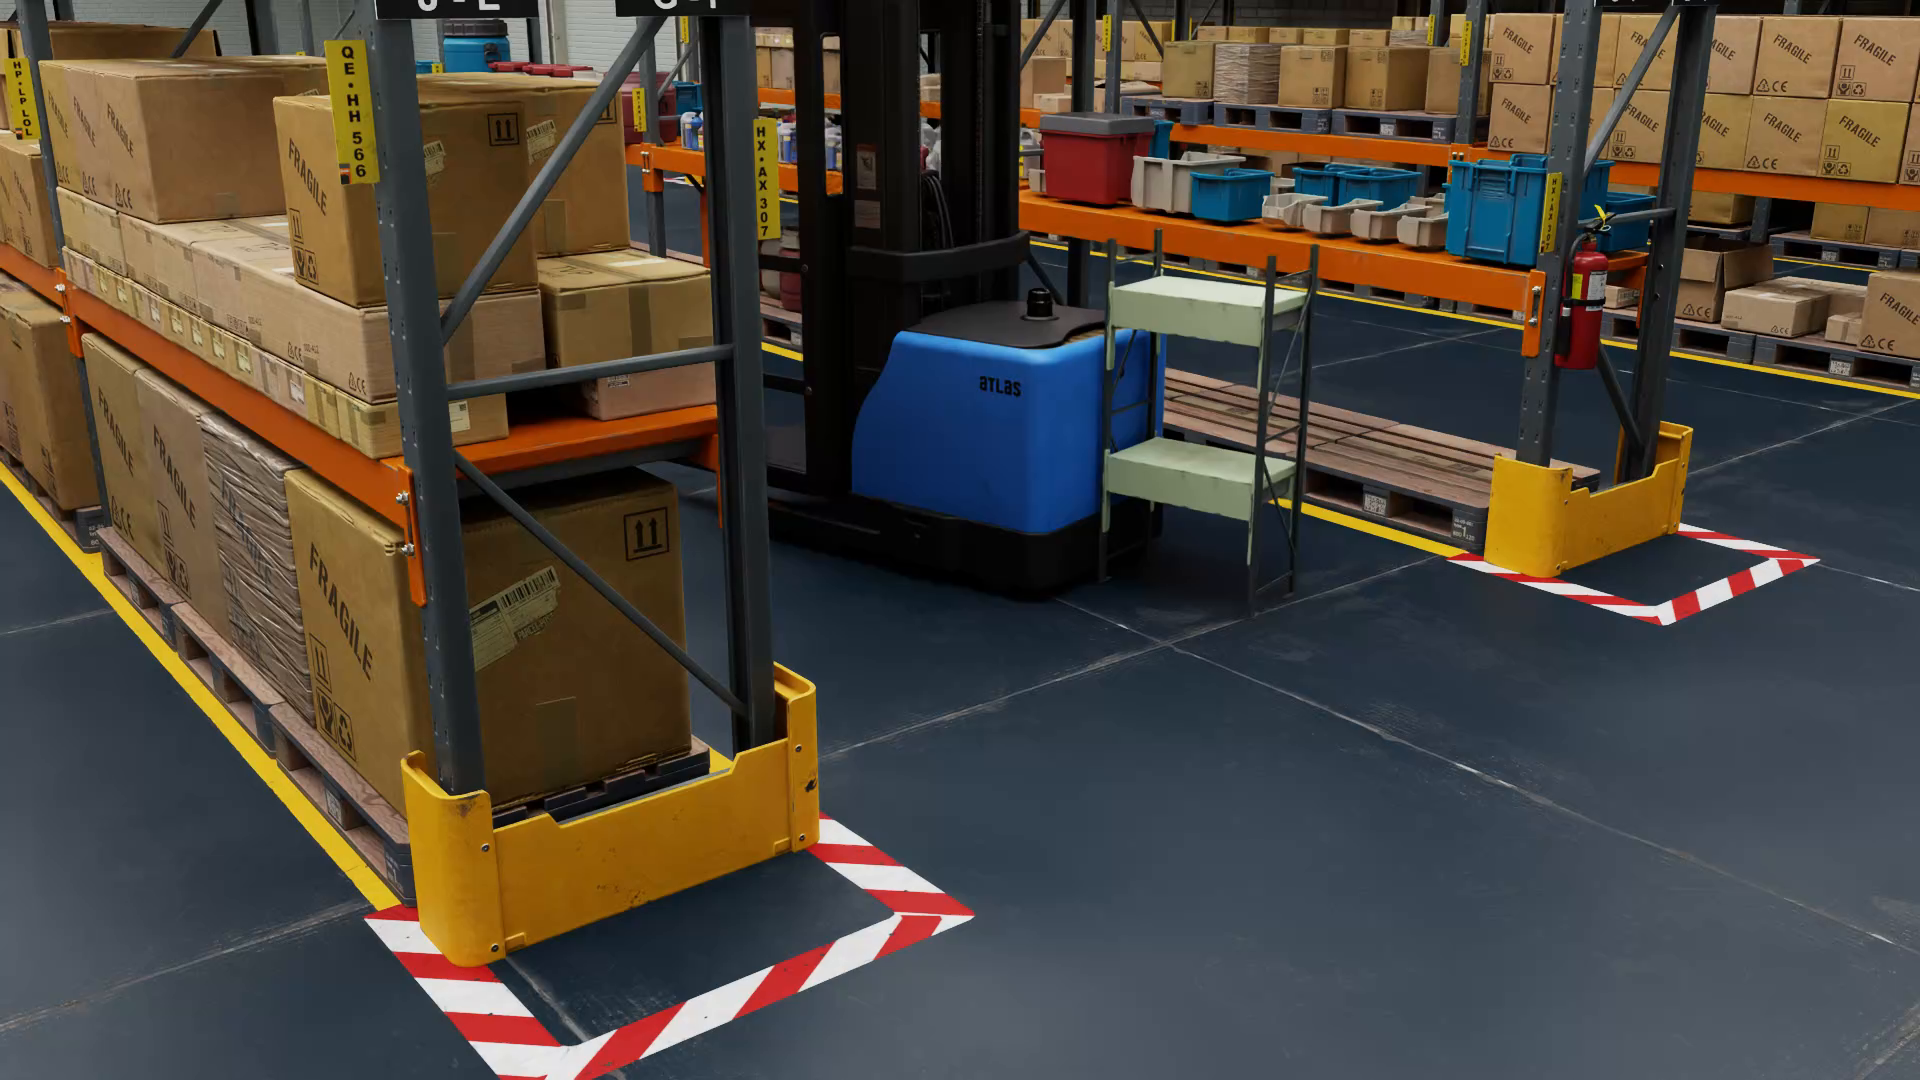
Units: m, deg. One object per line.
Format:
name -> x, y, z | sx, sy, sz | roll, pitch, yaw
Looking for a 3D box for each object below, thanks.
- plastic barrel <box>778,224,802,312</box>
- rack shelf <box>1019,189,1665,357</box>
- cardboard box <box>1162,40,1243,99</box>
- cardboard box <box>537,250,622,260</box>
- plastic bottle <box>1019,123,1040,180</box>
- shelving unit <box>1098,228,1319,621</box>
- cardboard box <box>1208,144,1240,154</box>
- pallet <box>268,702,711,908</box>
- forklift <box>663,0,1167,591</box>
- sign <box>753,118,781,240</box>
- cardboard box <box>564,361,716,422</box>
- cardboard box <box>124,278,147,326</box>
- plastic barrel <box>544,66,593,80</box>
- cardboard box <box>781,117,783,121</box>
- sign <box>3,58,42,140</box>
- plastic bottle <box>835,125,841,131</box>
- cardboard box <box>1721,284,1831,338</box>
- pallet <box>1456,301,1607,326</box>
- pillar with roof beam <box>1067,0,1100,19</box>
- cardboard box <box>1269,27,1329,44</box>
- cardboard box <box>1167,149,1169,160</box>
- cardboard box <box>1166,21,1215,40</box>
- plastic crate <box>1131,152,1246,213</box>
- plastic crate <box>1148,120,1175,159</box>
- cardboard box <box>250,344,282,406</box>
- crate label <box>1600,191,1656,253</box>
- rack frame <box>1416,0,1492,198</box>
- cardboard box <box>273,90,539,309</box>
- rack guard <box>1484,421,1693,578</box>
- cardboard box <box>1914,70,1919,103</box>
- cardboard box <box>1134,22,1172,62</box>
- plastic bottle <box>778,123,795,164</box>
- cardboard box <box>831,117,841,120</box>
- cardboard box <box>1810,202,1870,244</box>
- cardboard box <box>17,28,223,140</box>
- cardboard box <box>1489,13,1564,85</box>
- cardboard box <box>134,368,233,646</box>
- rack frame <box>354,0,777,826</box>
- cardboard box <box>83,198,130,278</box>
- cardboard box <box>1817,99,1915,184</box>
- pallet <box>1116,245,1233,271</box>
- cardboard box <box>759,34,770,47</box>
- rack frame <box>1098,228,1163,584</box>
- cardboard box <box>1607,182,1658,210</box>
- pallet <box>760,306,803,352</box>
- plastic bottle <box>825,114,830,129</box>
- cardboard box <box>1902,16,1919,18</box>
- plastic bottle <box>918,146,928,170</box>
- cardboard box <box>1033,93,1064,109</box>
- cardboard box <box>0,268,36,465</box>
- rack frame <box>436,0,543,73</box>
plastic barrel -> -1.049, -2.036, 12.409 | 0.600, 0.588, 0.708 | -14, 23, -36
rack shelf -> 1.658, -1.557, 8.938 | 1.077, 0.370, 4.000 | -14, 23, -36
cardboard box -> 2.297, -4.457, 15.723 | 0.500, 0.500, 0.700 | 11, 21, 30
cardboard box -> -1.397, -0.807, 5.294 | 0.500, 0.250, 0.500 | -14, 23, -37
plastic bottle -> 0.427, -2.528, 10.804 | 0.144, 0.351, 0.185 | -14, 23, -36
shelving unit -> 1.024, -0.501, 6.988 | 0.755, 1.500, 0.431 | 14, 23, 36
cardboard box -> 3.685, -5.141, 21.892 | 0.700, 0.500, 0.500 | -13, 22, -34
pallet -> -1.541, 0.703, 5.405 | 1.003, 0.211, 1.213 | -14, 23, -36
forklift -> -0.533, -1.527, 7.812 | 3.031, 2.935, 1.130 | 14, 23, 36
sign -> -0.544, -0.995, 4.592 | 0.100, 0.325, 0.005 | -14, 23, -36
cardboard box -> -0.945, -0.472, 4.916 | 0.380, 0.149, 0.250 | -14, 23, -36
cardboard box -> -2.893, -0.911, 6.242 | 0.380, 0.149, 0.250 | -14, 23, -37
plastic barrel -> -3.405, -3.862, 14.536 | 0.433, 0.535, 0.433 | 0, 18, 0
cardboard box -> -2.061, -5.019, 20.761 | 0.500, 0.500, 0.500 | -14, 23, -36
sign -> -3.886, -1.829, 6.898 | 0.100, 0.325, 0.005 | -14, 23, -36
plastic bottle -> -0.918, -3.034, 12.569 | 0.097, 0.201, 0.097 | 0, 18, 0
cardboard box -> 5.688, -1.601, 11.601 | 0.500, 0.250, 0.500 | -14, 23, -36
pallet -> 4.727, -1.864, 13.157 | 1.003, 0.211, 1.213 | -14, 23, -36
pillar with roof beam -> -1.530, -9.286, 21.591 | 9.100, 9.000, 0.400 | -14, 23, -36
cardboard box -> 4.279, -6.126, 20.731 | 0.700, 0.500, 0.500 | -10, 21, -29
cardboard box -> 2.860, -5.286, 22.863 | 0.250, 0.166, 0.380 | 17, 25, 41
cardboard box -> 3.087, -6.747, 22.482 | 0.500, 0.500, 0.500 | -15, 23, -37
plastic crate -> 1.220, -1.952, 9.078 | 0.437, 0.282, 0.530 | -14, 23, -36
plastic crate -> 0.974, -2.364, 10.160 | 0.392, 0.384, 0.575 | -14, 23, -36
cardboard box -> -1.935, -0.531, 5.095 | 0.380, 0.149, 0.250 | -13, 23, -35
crate label -> 3.005, -1.480, 7.732 | 0.416, 0.233, 0.303 | -14, 23, -36
rack frame -> 5.699, -5.311, 19.130 | 1.000, 3.000, 0.127 | -14, 23, -36
cardboard box -> -1.491, -0.934, 4.484 | 0.500, 0.500, 0.500 | -14, 23, -35
rack guard -> 2.925, -0.216, 7.720 | 1.175, 0.500, 0.348 | -14, 23, -36
cardboard box -> 6.293, -2.950, 10.250 | 0.500, 0.500, 0.500 | -14, 23, -37
cardboard box -> 2.679, -6.647, 22.178 | 0.500, 0.500, 0.500 | -14, 23, -36
plastic bottle -> -1.191, -2.807, 11.765 | 0.152, 0.276, 0.135 | -14, 23, -36
cardboard box -> -1.329, -5.001, 20.706 | 0.500, 0.500, 0.500 | -14, 23, -36
cardboard box -> 8.566, -3.134, 15.863 | 0.700, 0.500, 0.500 | -14, 23, -35
cardboard box -> -3.869, -2.105, 7.691 | 0.797, 0.503, 0.637 | -15, 23, -38
cardboard box -> 4.374, -3.709, 12.541 | 0.500, 0.500, 0.500 | -13, 22, -35
cardboard box -> -2.560, -0.216, 6.454 | 0.875, 0.875, 0.875 | -14, 23, -36
rack frame -> -0.983, -0.439, 4.418 | 1.000, 3.000, 0.127 | -14, 23, -36
cardboard box -> -3.075, -1.205, 6.494 | 0.500, 0.250, 0.500 | -14, 23, -36
cardboard box -> 5.969, -2.604, 10.795 | 0.500, 0.500, 0.500 | -14, 23, -36
pallet -> 2.252, -2.828, 16.068 | 1.003, 0.211, 1.213 | -14, 23, -36
cardboard box -> -2.273, -6.214, 20.667 | 0.380, 0.149, 0.250 | -14, 23, -37
rack frame -> 0.736, -0.571, 7.201 | 0.023, 1.500, 0.400 | 14, 23, 36
cardboard box -> 7.123, -3.857, 17.492 | 0.750, 0.750, 0.750 | -13, 22, -34
pallet -> -0.792, -1.567, 12.259 | 1.003, 0.211, 1.213 | -14, 23, -36
plastic bottle -> -1.039, -3.115, 12.703 | 0.097, 0.271, 0.097 | 0, 18, 0
cardboard box -> 6.386, -3.182, 10.951 | 0.500, 0.500, 0.500 | -14, 23, -36
plastic bottle -> -0.261, -2.418, 10.580 | 0.061, 0.283, 0.133 | -14, 23, -36
cardboard box -> 0.982, -4.527, 17.162 | 0.380, 0.149, 0.250 | -12, 22, -32
cardboard box -> -4.435, -0.990, 8.791 | 1.225, 0.875, 0.875 | -15, 23, -38
rack frame -> -4.551, -4.363, 16.267 | 1.000, 3.000, 0.127 | -14, 23, -36
